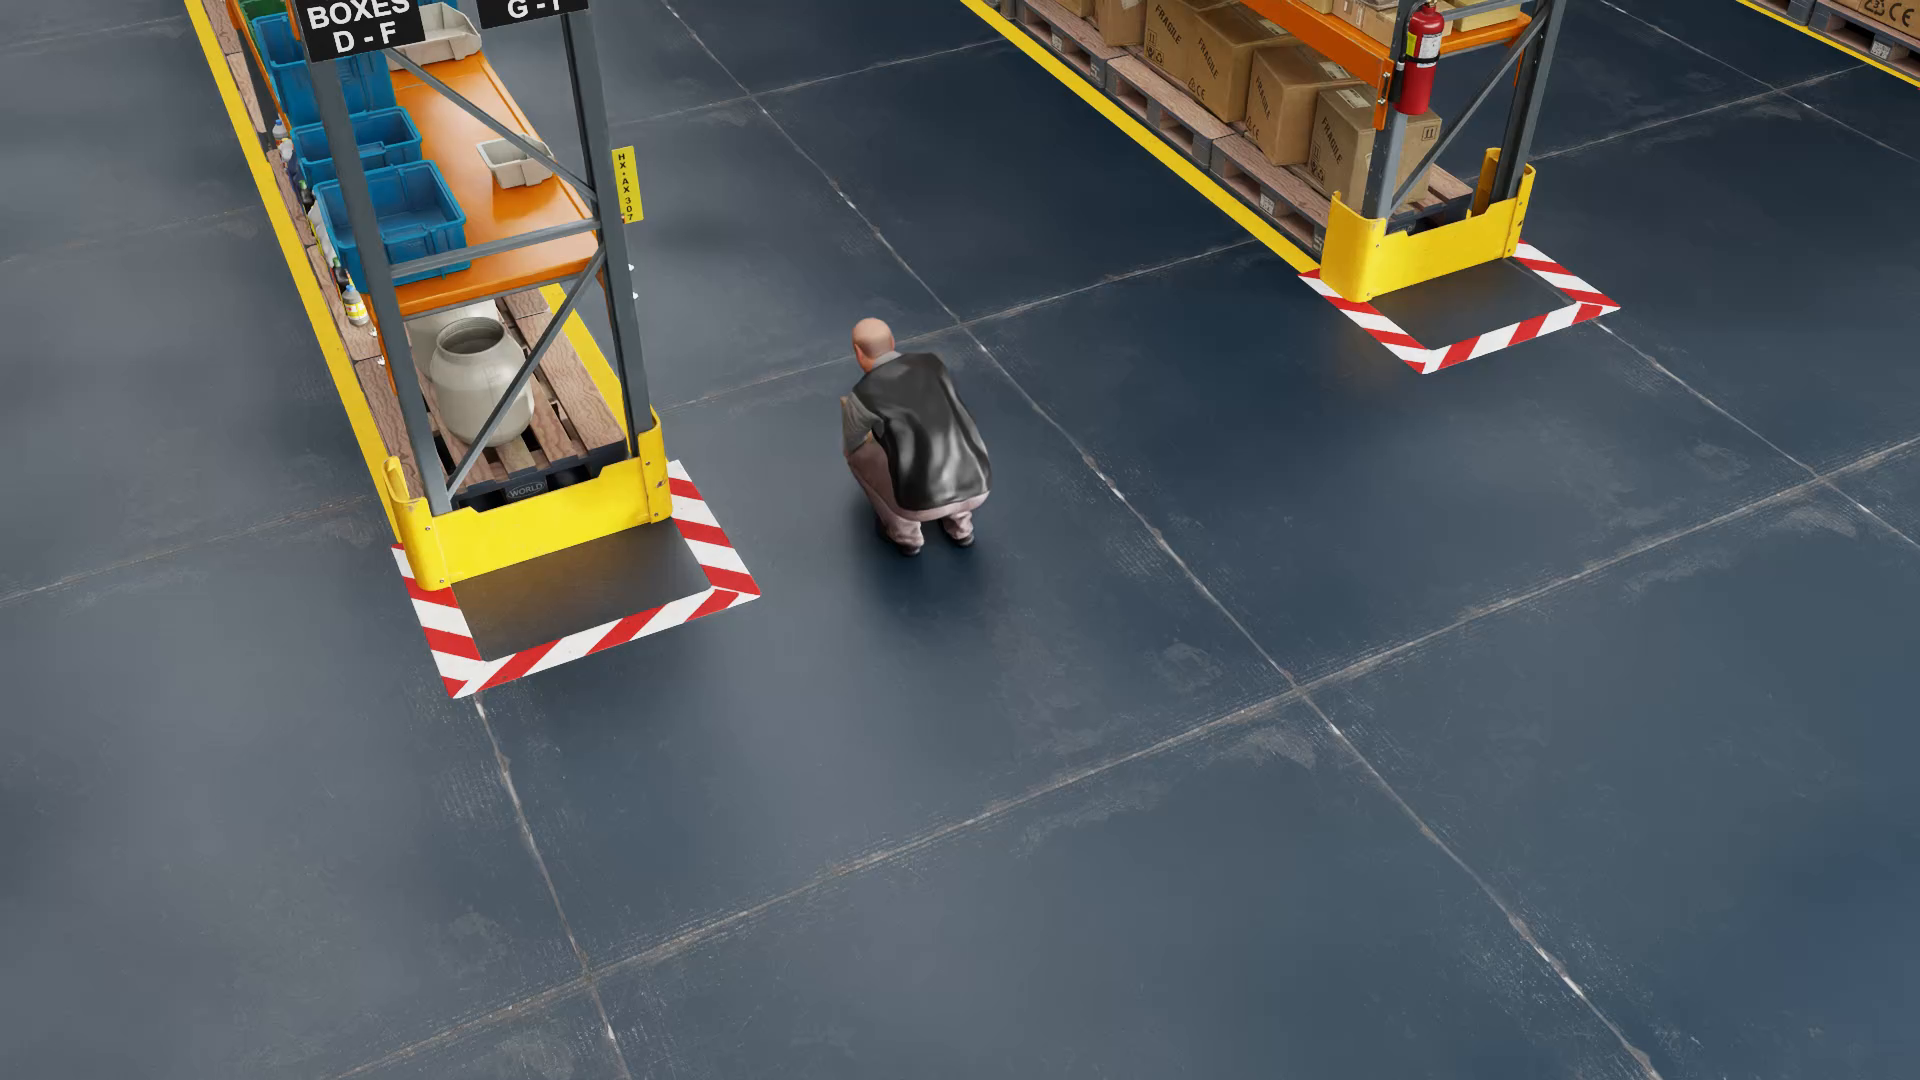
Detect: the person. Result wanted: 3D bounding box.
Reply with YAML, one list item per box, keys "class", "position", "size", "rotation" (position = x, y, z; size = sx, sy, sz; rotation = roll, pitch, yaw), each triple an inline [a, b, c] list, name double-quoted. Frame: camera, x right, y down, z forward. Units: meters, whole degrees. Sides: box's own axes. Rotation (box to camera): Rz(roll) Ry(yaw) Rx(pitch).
- class: "person"
  position: [-0.218, -0.440, 7.268]
  size: [0.529, 0.970, 0.853]
  rotation: [-19, 44, -21]
